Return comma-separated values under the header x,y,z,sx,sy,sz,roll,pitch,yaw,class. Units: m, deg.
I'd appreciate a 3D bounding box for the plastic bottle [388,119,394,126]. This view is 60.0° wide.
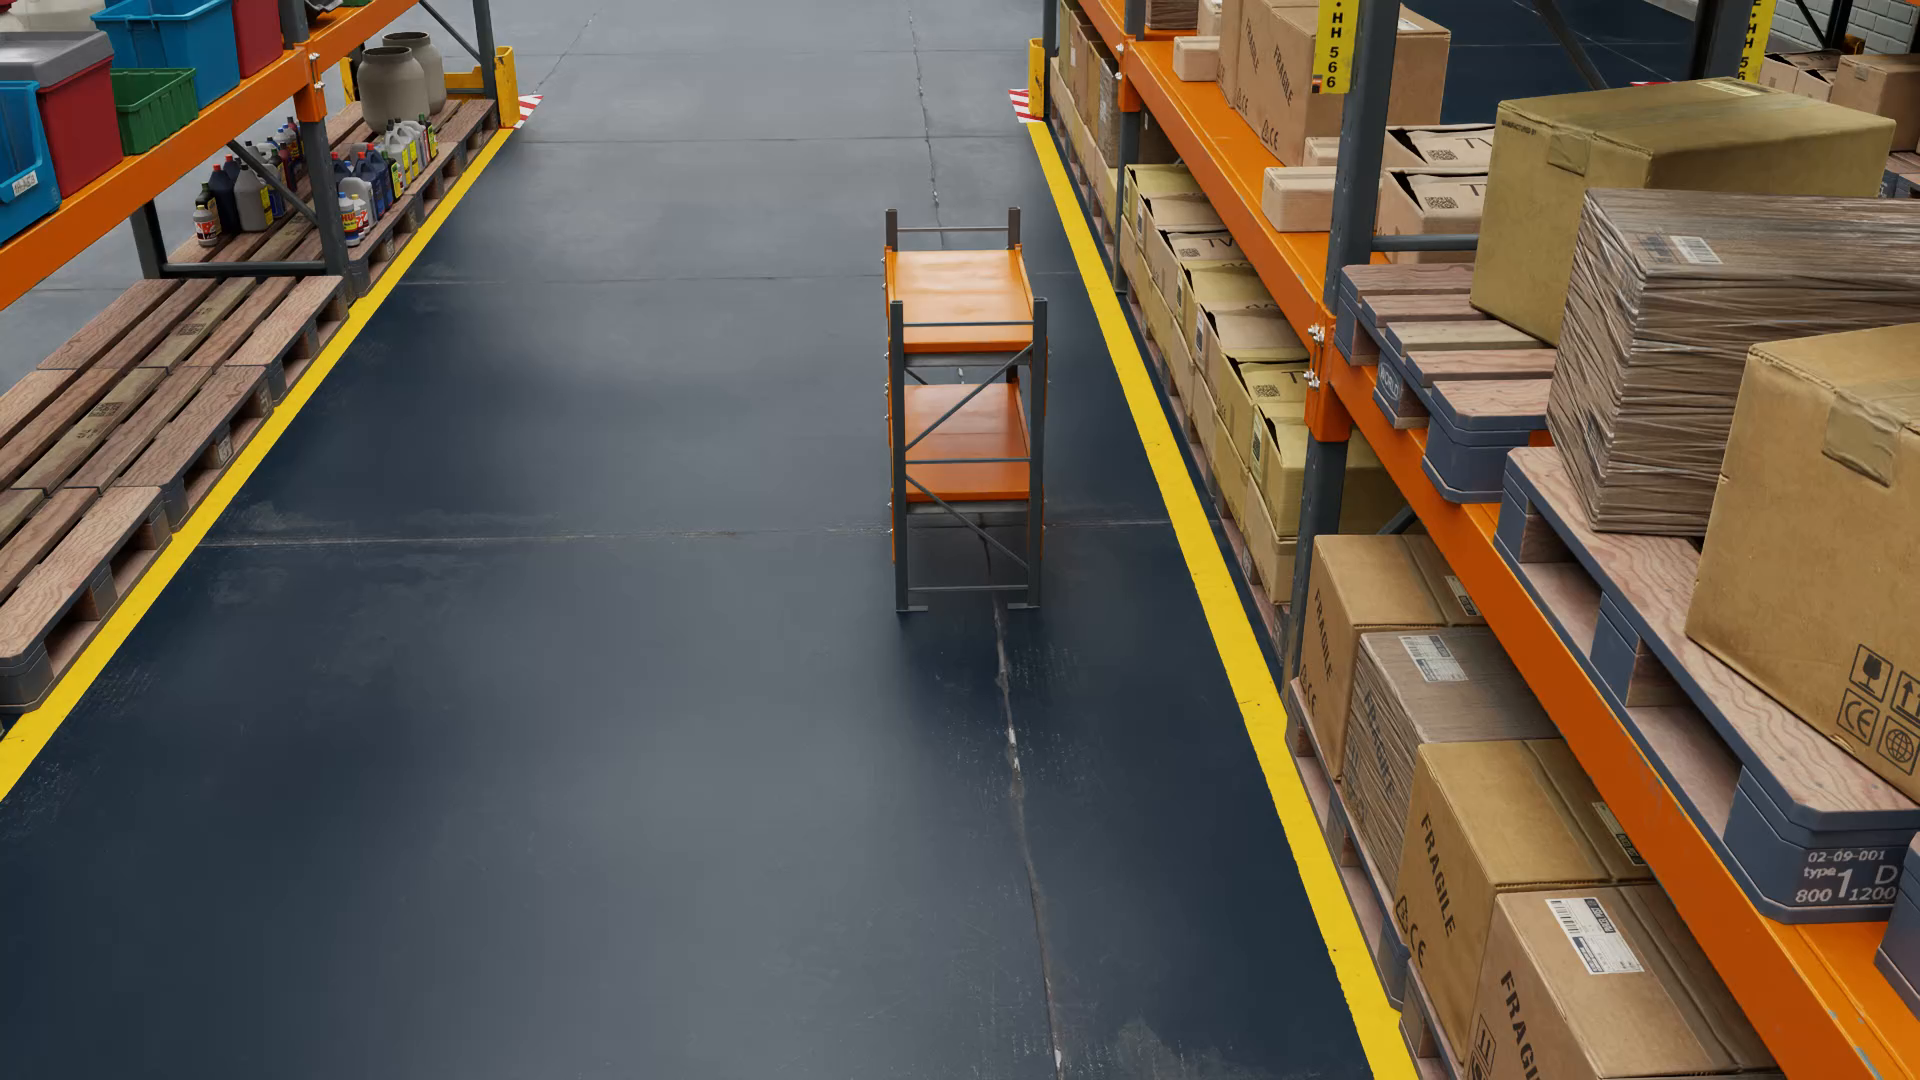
x,y,z,sx,sy,sz,roll,pitch,yaw,class
-3.431,-2.422,10.111,0.061,0.283,0.133,-1,28,-3,plastic bottle

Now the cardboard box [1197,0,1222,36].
x,y,z,sx,sy,sz,roll,pitch,yaw,class
1.381,-2.366,7.705,0.500,0.250,0.500,0,28,1,cardboard box

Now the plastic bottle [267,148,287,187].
x,y,z,sx,sy,sz,roll,pitch,yaw,class
-3.883,-2.074,9.445,0.061,0.283,0.133,-1,28,-3,plastic bottle

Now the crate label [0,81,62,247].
x,y,z,sx,sy,sz,roll,pitch,yaw,class
-3.208,-1.175,5.221,0.502,0.435,0.616,-1,28,-3,crate label

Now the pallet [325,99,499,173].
x,y,z,sx,sy,sz,roll,pitch,yaw,class
-3.756,-2.743,11.280,1.003,0.211,1.213,-1,28,-3,pallet

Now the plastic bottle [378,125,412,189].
x,y,z,sx,sy,sz,roll,pitch,yaw,class
-3.295,-2.228,9.667,0.144,0.351,0.185,-2,28,-3,plastic bottle

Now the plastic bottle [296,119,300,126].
x,y,z,sx,sy,sz,roll,pitch,yaw,class
-4.061,-2.529,10.330,0.097,0.271,0.097,0,28,0,plastic bottle

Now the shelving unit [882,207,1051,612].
x,y,z,sx,sy,sz,roll,pitch,yaw,class
0.000,-0.496,5.984,0.538,1.125,1.048,-1,28,-3,shelving unit

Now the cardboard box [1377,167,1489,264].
x,y,z,sx,sy,sz,roll,pitch,yaw,class
1.545,-0.941,4.907,0.500,0.311,0.500,0,28,1,cardboard box

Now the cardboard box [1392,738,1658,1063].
x,y,z,sx,sy,sz,roll,pitch,yaw,class
1.313,0.792,3.715,0.500,0.500,0.500,-2,28,-3,cardboard box

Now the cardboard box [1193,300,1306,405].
x,y,z,sx,sy,sz,roll,pitch,yaw,class
1.190,-0.736,6.331,0.500,0.311,0.500,-2,28,-3,cardboard box

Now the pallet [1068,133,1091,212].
x,y,z,sx,sy,sz,roll,pitch,yaw,class
1.245,-2.356,10.538,1.003,0.211,1.213,-1,28,-3,pallet

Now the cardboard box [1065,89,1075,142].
x,y,z,sx,sy,sz,roll,pitch,yaw,class
0.964,-2.758,10.815,0.500,0.250,0.500,-1,28,-3,cardboard box

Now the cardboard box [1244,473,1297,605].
x,y,z,sx,sy,sz,roll,pitch,yaw,class
1.249,-0.016,5.556,0.500,0.250,0.500,-1,28,-1,cardboard box

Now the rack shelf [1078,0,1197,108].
x,y,z,sx,sy,sz,roll,pitch,yaw,class
1.207,-3.264,10.042,1.077,0.370,4.000,-1,28,-3,rack shelf

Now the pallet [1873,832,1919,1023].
x,y,z,sx,sy,sz,roll,pitch,yaw,class
1.796,0.749,1.778,1.003,0.211,1.213,-1,28,-3,pallet

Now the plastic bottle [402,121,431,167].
x,y,z,sx,sy,sz,roll,pitch,yaw,class
-3.325,-2.421,10.118,0.152,0.276,0.135,-1,28,-2,plastic bottle

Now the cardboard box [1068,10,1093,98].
x,y,z,sx,sy,sz,roll,pitch,yaw,class
0.975,-3.091,10.642,0.500,0.500,0.500,-1,28,-3,cardboard box

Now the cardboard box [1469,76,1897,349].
x,y,z,sx,sy,sz,roll,pitch,yaw,class
1.666,-0.754,3.890,0.700,0.500,0.500,-11,29,-20,cardboard box

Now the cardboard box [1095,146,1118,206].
x,y,z,sx,sy,sz,roll,pitch,yaw,class
1.053,-2.066,9.487,0.500,0.250,0.500,-1,28,-3,cardboard box

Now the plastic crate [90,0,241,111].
x,y,z,sx,sy,sz,roll,pitch,yaw,class
-3.267,-2.032,6.920,0.392,0.384,0.575,-1,28,-3,plastic crate

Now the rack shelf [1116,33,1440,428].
x,y,z,sx,sy,sz,roll,pitch,yaw,class
1.416,-1.416,6.500,1.077,0.370,4.000,-1,28,-3,rack shelf

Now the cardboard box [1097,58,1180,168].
x,y,z,sx,sy,sz,roll,pitch,yaw,class
1.054,-2.399,9.314,0.500,0.500,0.500,-1,28,-3,cardboard box

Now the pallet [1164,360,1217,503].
x,y,z,sx,sy,sz,roll,pitch,yaw,class
1.455,-0.519,7.016,1.003,0.211,1.213,-1,28,-3,pallet

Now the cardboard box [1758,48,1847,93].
x,y,z,sx,sy,sz,roll,pitch,yaw,class
5.995,-3.309,11.782,0.500,0.311,0.500,-4,28,-8,cardboard box

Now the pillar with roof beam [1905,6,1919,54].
x,y,z,sx,sy,sz,roll,pitch,yaw,class
2.650,-6.881,9.712,9.100,9.000,0.400,-1,28,-3,pillar with roof beam

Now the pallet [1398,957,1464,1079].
x,y,z,sx,sy,sz,roll,pitch,yaw,class
1.582,1.332,3.467,1.003,0.211,1.213,-1,28,-3,pallet

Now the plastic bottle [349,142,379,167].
x,y,z,sx,sy,sz,roll,pitch,yaw,class
-3.442,-2.180,9.655,0.152,0.276,0.135,-1,28,-3,plastic bottle

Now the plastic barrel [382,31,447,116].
x,y,z,sx,sy,sz,roll,pitch,yaw,class
-3.734,-3.169,11.319,0.421,0.512,0.421,0,28,0,plastic barrel

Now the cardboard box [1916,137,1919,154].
x,y,z,sx,sy,sz,roll,pitch,yaw,class
6.194,-2.450,10.312,0.380,0.149,0.250,-4,28,-7,cardboard box

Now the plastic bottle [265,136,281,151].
x,y,z,sx,sy,sz,roll,pitch,yaw,class
-4.027,-2.231,9.758,0.097,0.271,0.097,0,28,0,plastic bottle

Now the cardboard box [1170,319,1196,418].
x,y,z,sx,sy,sz,roll,pitch,yaw,class
1.166,-0.724,6.913,0.500,0.250,0.500,-1,28,-2,cardboard box

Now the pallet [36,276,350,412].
x,y,z,sx,sy,sz,roll,pitch,yaw,class
-3.556,-0.943,7.830,1.003,0.211,1.213,-1,28,-3,pallet

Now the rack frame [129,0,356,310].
x,y,z,sx,sy,sz,roll,pitch,yaw,class
-3.636,-2.541,7.878,1.000,3.000,0.127,-1,28,-3,rack frame

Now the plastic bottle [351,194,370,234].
x,y,z,sx,sy,sz,roll,pitch,yaw,class
-3.225,-1.747,8.906,0.097,0.201,0.097,0,28,0,plastic bottle

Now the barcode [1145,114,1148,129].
x,y,z,sx,sy,sz,roll,pitch,yaw,class
0.909,-2.044,8.114,0.001,0.075,0.075,-1,28,-3,barcode

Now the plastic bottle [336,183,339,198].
x,y,z,sx,sy,sz,roll,pitch,yaw,class
-3.365,-1.835,8.987,0.061,0.283,0.133,-1,28,-3,plastic bottle

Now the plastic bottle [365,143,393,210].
x,y,z,sx,sy,sz,roll,pitch,yaw,class
-3.273,-2.032,9.290,0.144,0.351,0.185,-3,28,-5,plastic bottle

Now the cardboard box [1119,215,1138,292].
x,y,z,sx,sy,sz,roll,pitch,yaw,class
1.085,-1.434,8.275,0.500,0.250,0.500,-2,28,-4,cardboard box

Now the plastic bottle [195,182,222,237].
x,y,z,sx,sy,sz,roll,pitch,yaw,class
-3.990,-1.746,8.816,0.061,0.283,0.133,0,28,0,plastic bottle

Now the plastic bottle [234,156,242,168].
x,y,z,sx,sy,sz,roll,pitch,yaw,class
-4.017,-1.985,9.274,0.061,0.283,0.133,0,28,1,plastic bottle

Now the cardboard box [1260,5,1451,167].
x,y,z,sx,sy,sz,roll,pitch,yaw,class
1.416,-1.631,6.025,0.500,0.500,0.500,-3,28,-5,cardboard box

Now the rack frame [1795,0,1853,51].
x,y,z,sx,sy,sz,roll,pitch,yaw,class
6.049,-4.628,11.879,1.000,3.000,0.127,-1,28,-3,rack frame

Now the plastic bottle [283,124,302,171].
x,y,z,sx,sy,sz,roll,pitch,yaw,class
-4.043,-2.371,10.026,0.097,0.271,0.097,0,28,0,plastic bottle

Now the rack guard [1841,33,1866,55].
x,y,z,sx,sy,sz,roll,pitch,yaw,class
6.053,-3.484,12.390,1.175,0.500,0.348,-1,28,-3,rack guard

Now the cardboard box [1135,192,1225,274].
x,y,z,sx,sy,sz,roll,pitch,yaw,class
1.105,-1.446,7.693,0.500,0.311,0.500,-2,28,-3,cardboard box

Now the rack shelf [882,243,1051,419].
x,y,z,sx,sy,sz,roll,pitch,yaw,class
0.000,-0.755,5.849,0.538,0.278,1.000,-1,28,-3,rack shelf

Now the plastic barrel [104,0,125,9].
x,y,z,sx,sy,sz,roll,pitch,yaw,class
-3.918,-2.578,7.406,0.600,0.901,0.708,-1,28,-3,plastic barrel
